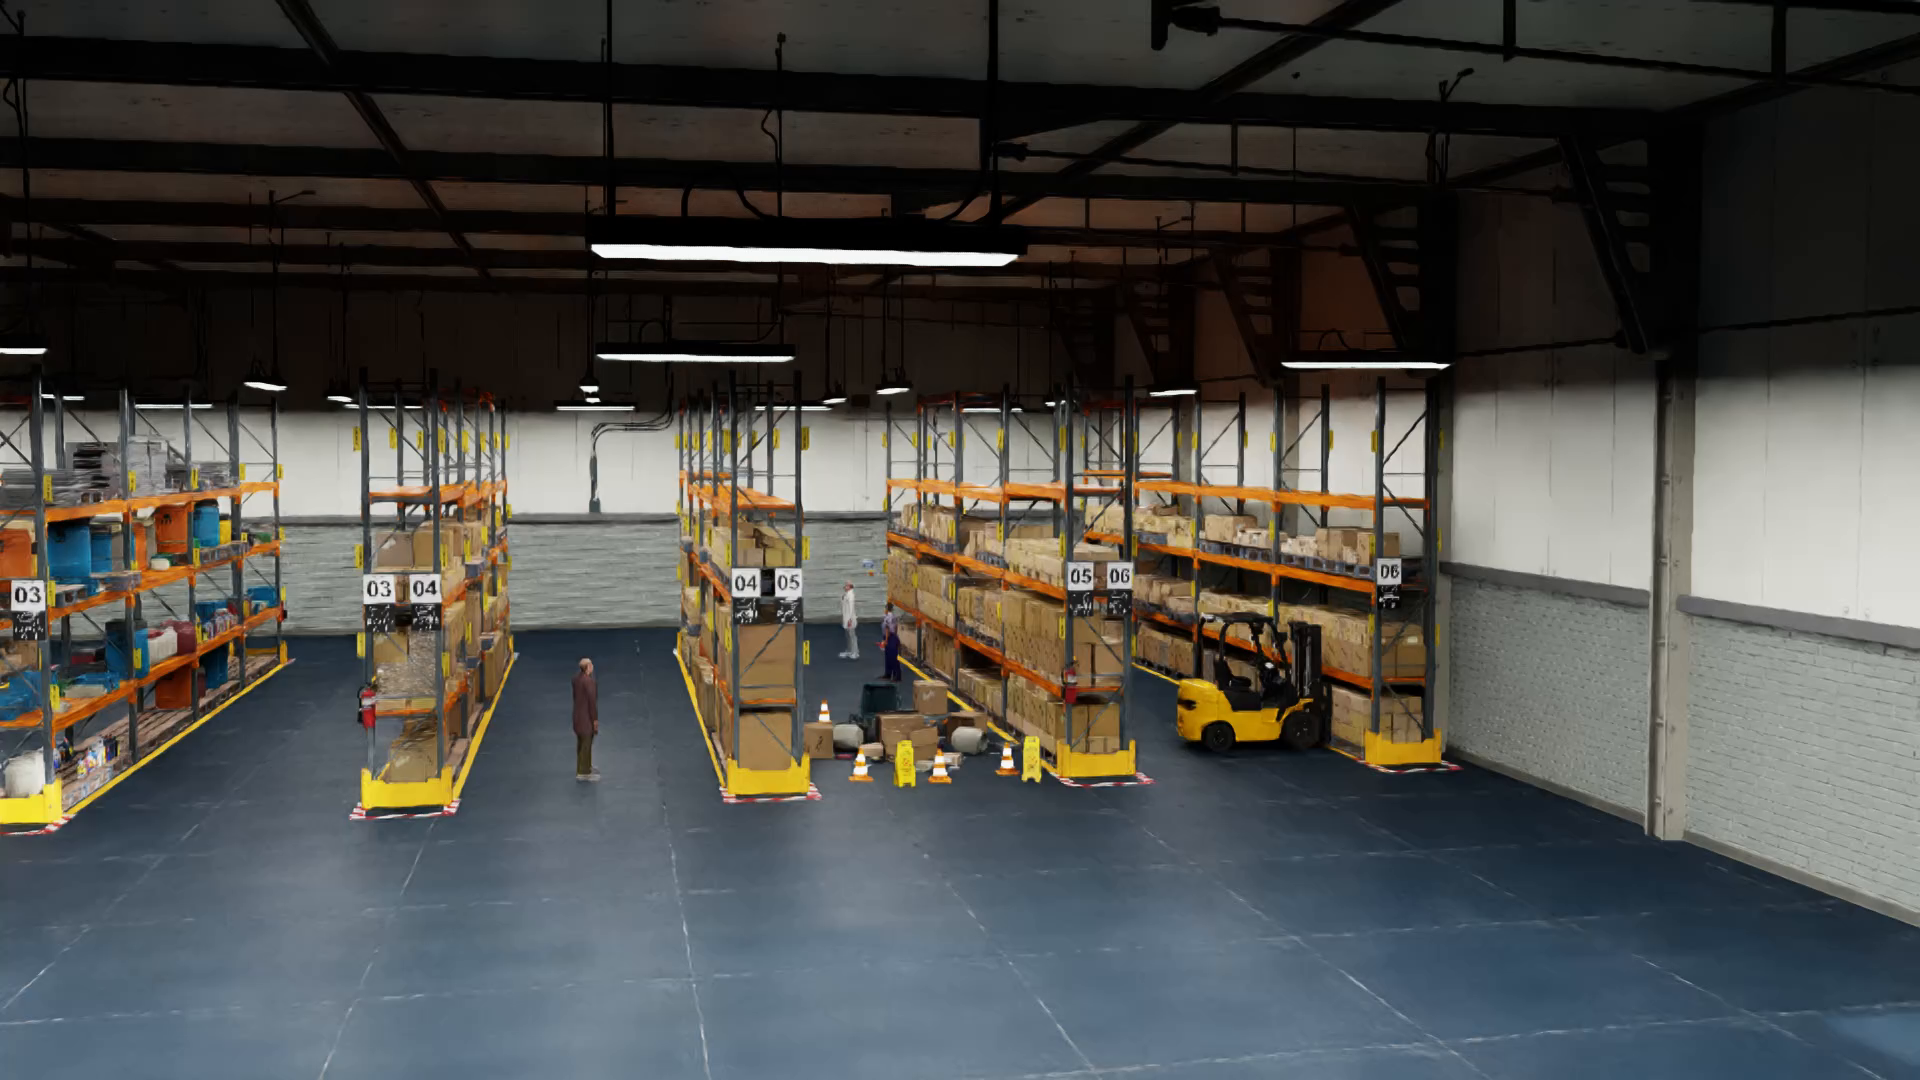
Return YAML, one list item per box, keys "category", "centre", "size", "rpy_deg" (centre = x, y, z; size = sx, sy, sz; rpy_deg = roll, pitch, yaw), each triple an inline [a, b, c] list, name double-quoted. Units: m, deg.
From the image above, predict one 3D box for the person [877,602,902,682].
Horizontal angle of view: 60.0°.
- category: "person"
  centre: [-1.473, 2.111, 34.599]
  size: [0.567, 1.638, 0.618]
  rpy_deg: [0, 3, 8]

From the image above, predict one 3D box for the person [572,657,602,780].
- category: "person"
  centre: [-5.498, 2.683, 24.631]
  size: [0.522, 1.675, 0.654]
  rpy_deg: [-3, 4, -39]

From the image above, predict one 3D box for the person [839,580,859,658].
- category: "person"
  centre: [-2.558, 1.834, 38.407]
  size: [0.449, 1.739, 0.702]
  rpy_deg: [0, 3, -8]
